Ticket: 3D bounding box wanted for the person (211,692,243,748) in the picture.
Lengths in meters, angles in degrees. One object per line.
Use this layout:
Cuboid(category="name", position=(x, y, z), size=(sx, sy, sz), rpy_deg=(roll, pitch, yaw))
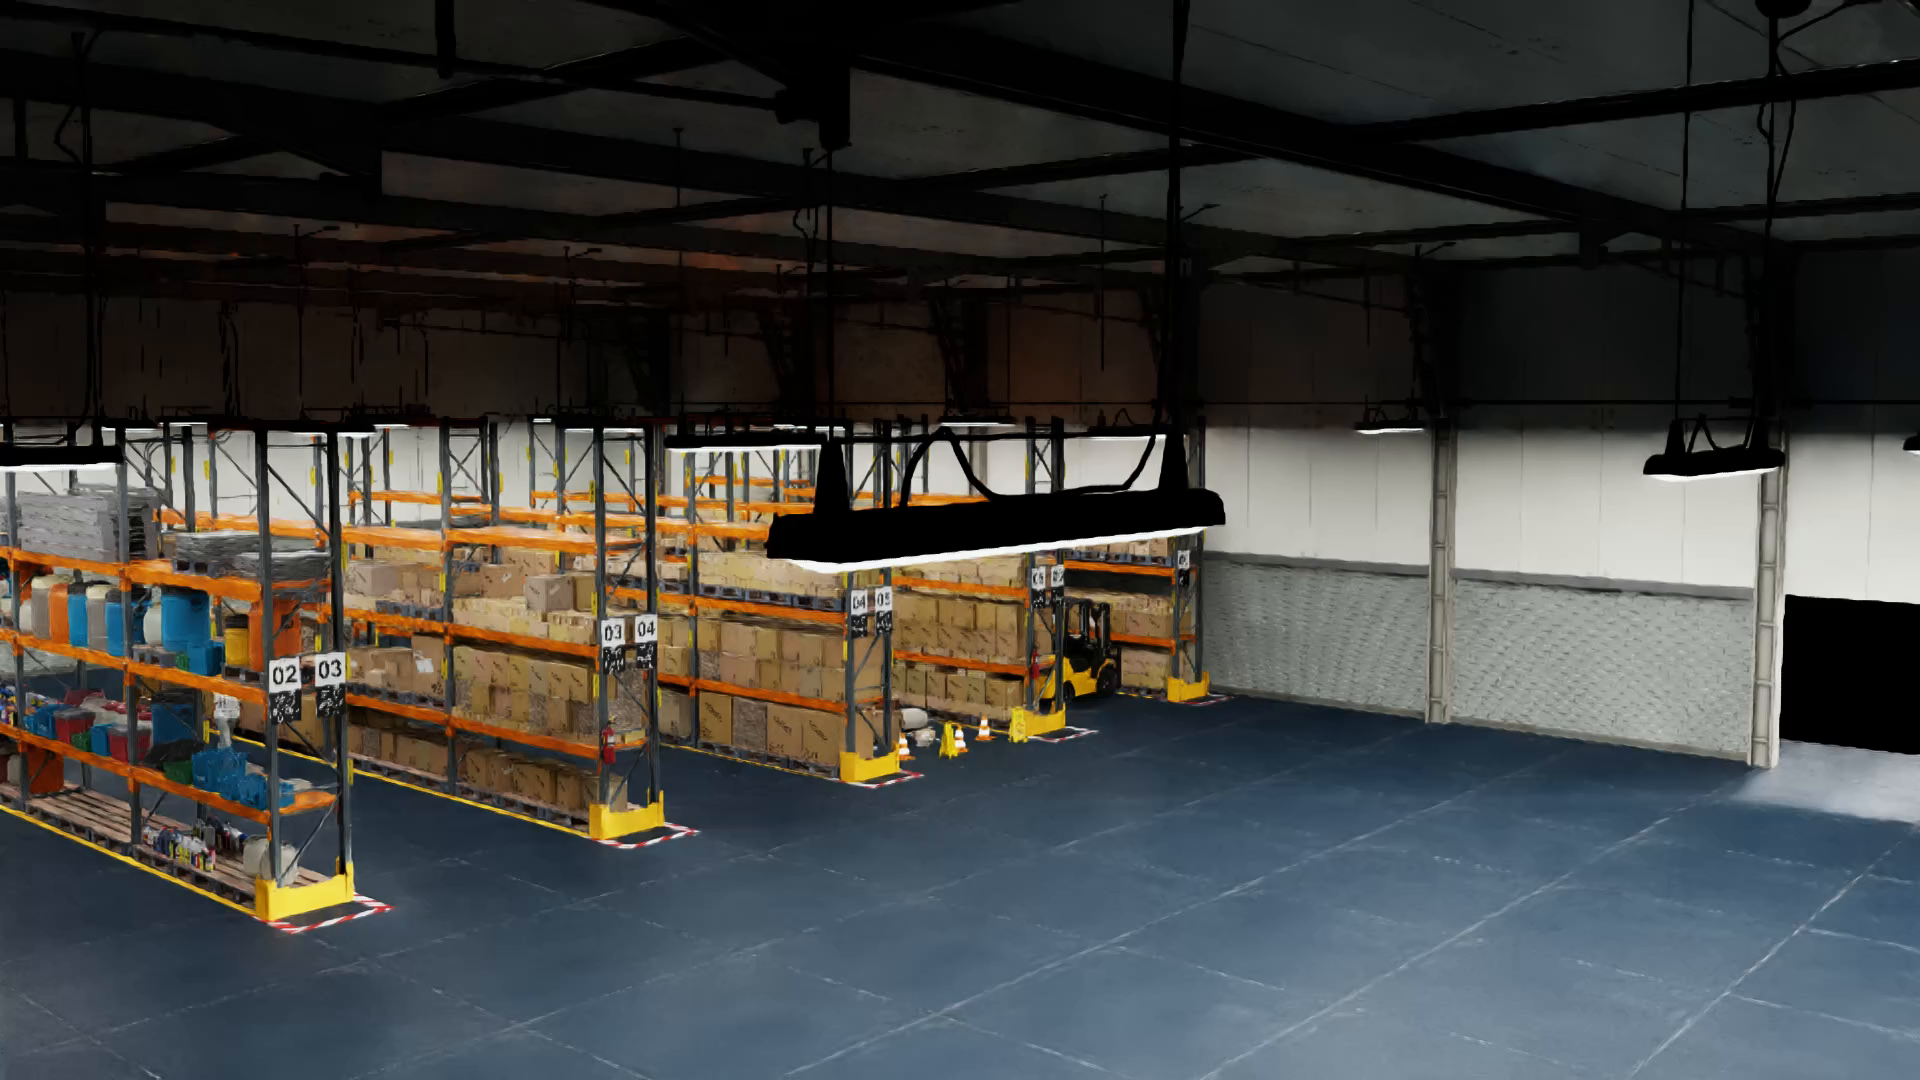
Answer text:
Cuboid(category="person", position=(-12.870, 3.096, 29.273), size=(1.083, 1.583, 0.481), rpy_deg=(4, 6, 38))
